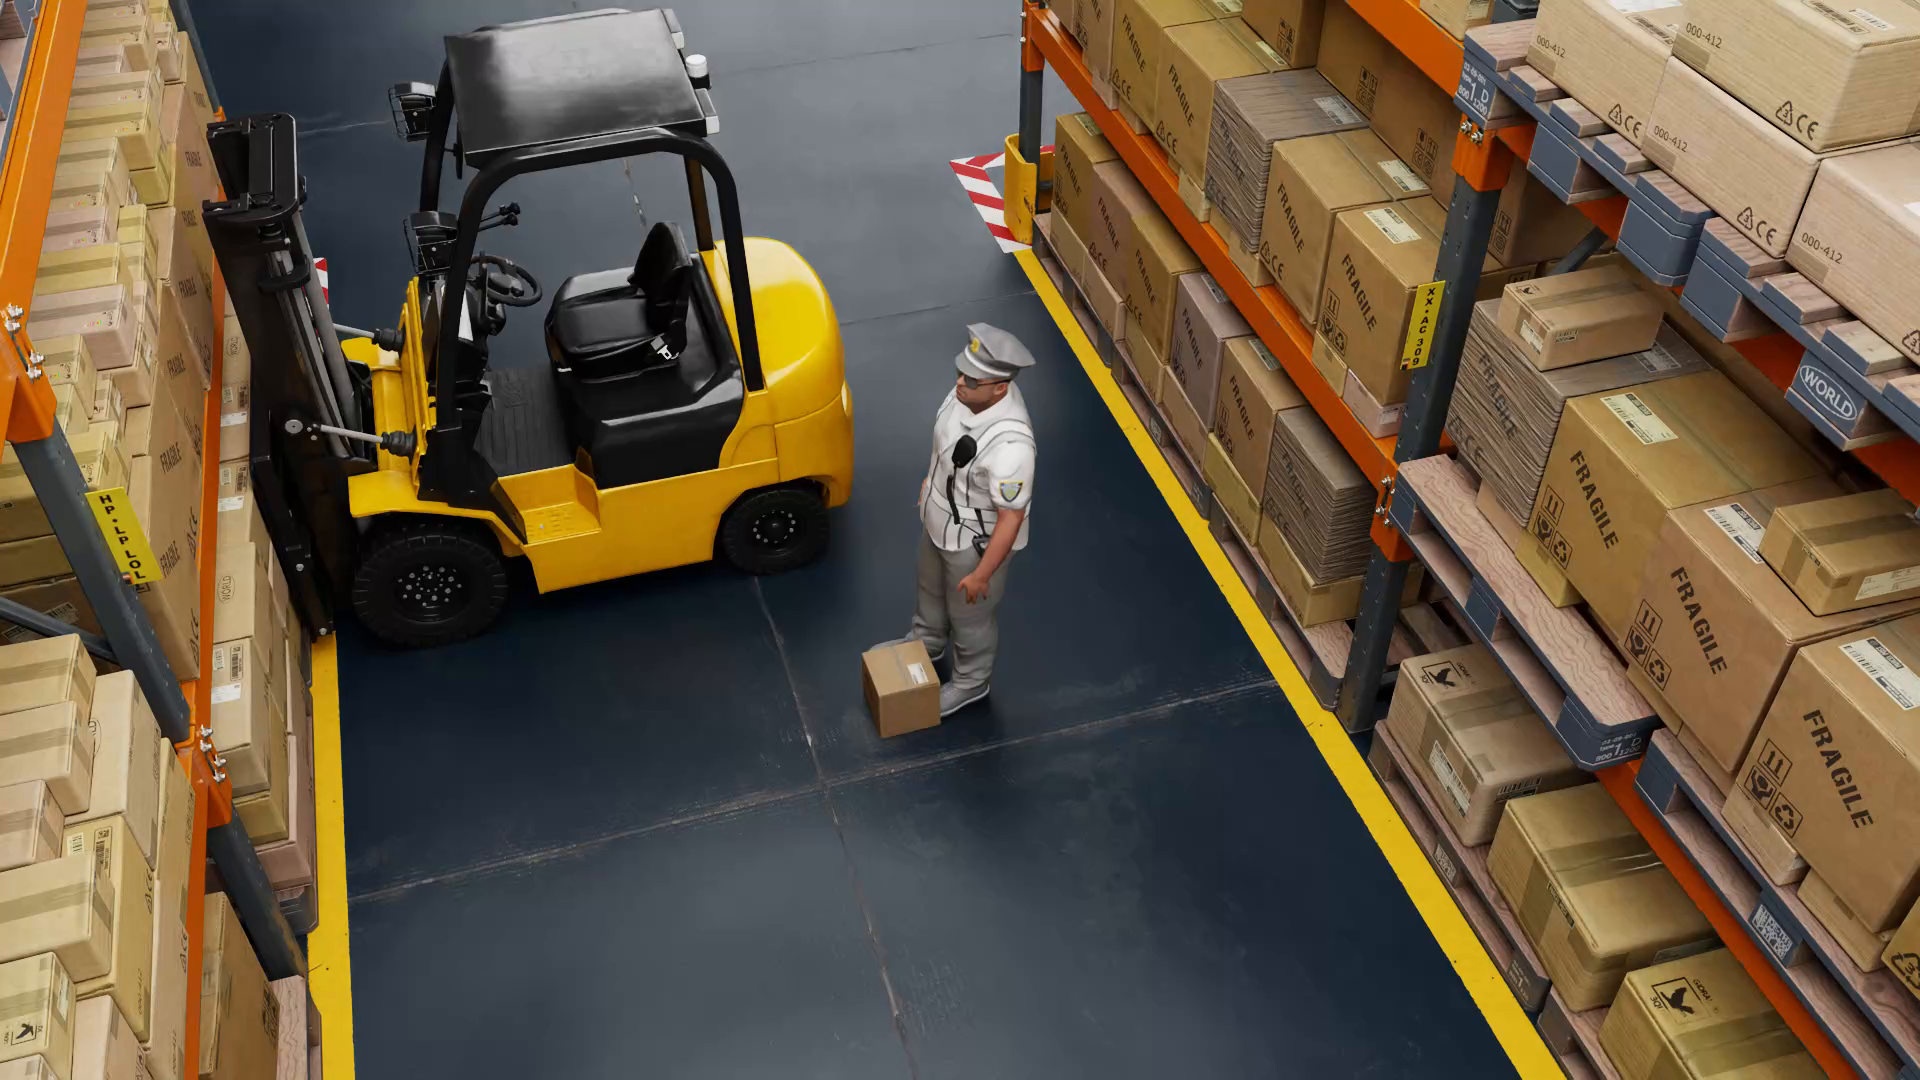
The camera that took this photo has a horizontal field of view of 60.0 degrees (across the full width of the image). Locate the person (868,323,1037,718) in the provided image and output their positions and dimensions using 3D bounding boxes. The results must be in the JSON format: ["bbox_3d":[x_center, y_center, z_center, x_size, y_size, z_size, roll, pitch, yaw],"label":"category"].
[{"bbox_3d":[-0.037,-0.045,6.170,0.575,1.781,0.640,-12,43,-13],"label":"person"}]
